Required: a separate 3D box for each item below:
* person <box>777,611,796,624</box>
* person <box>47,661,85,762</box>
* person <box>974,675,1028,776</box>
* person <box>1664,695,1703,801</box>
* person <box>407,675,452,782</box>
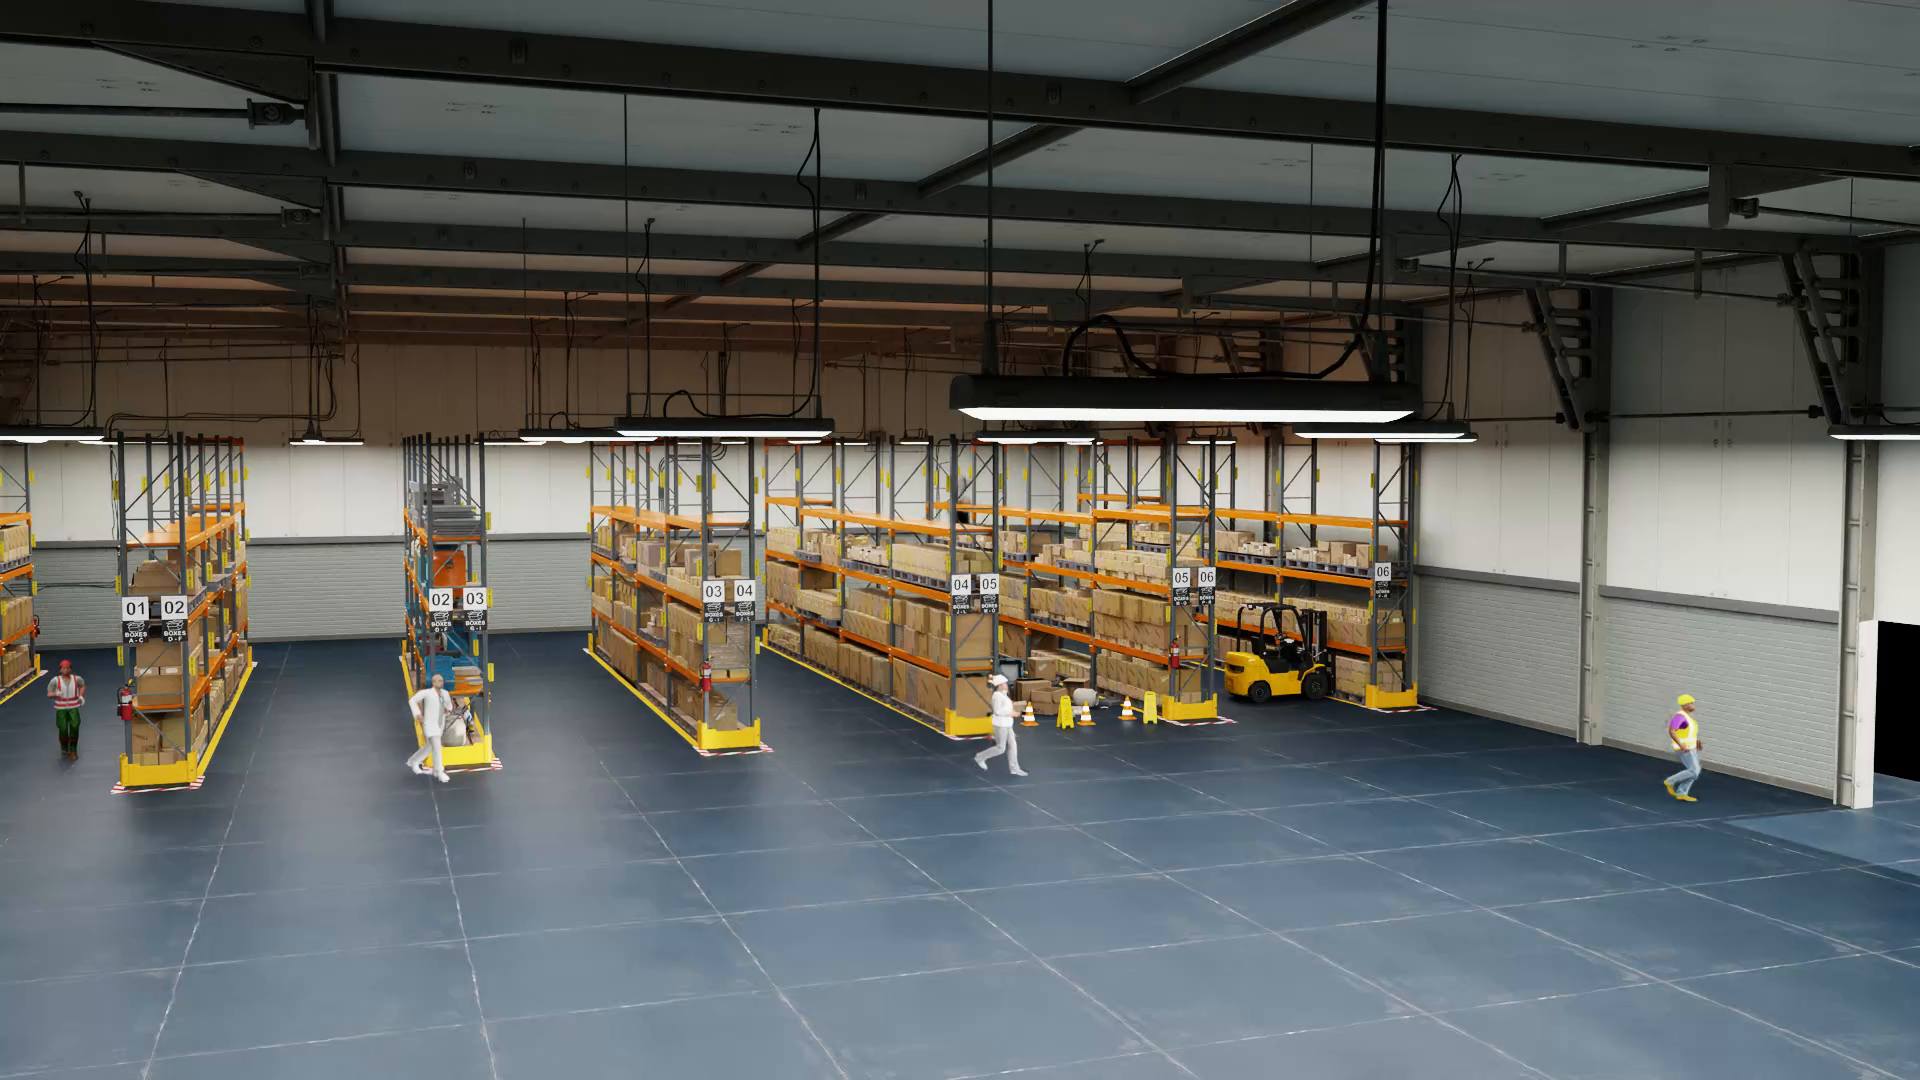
[{"bbox_3d":[-5.261,1.927,49.748,0.914,1.732,0.760,1,3,20],"label":"person"},{"bbox_3d":[-16.390,3.129,30.528,0.632,1.836,0.736,-2,4,-31],"label":"person"},{"bbox_3d":[0.718,3.227,28.951,0.936,1.769,0.661,1,3,13],"label":"person"},{"bbox_3d":[11.725,3.366,26.946,0.546,1.725,0.693,3,4,38],"label":"person"},{"bbox_3d":[-9.130,3.232,28.871,1.054,1.776,0.748,1,3,25],"label":"person"}]
